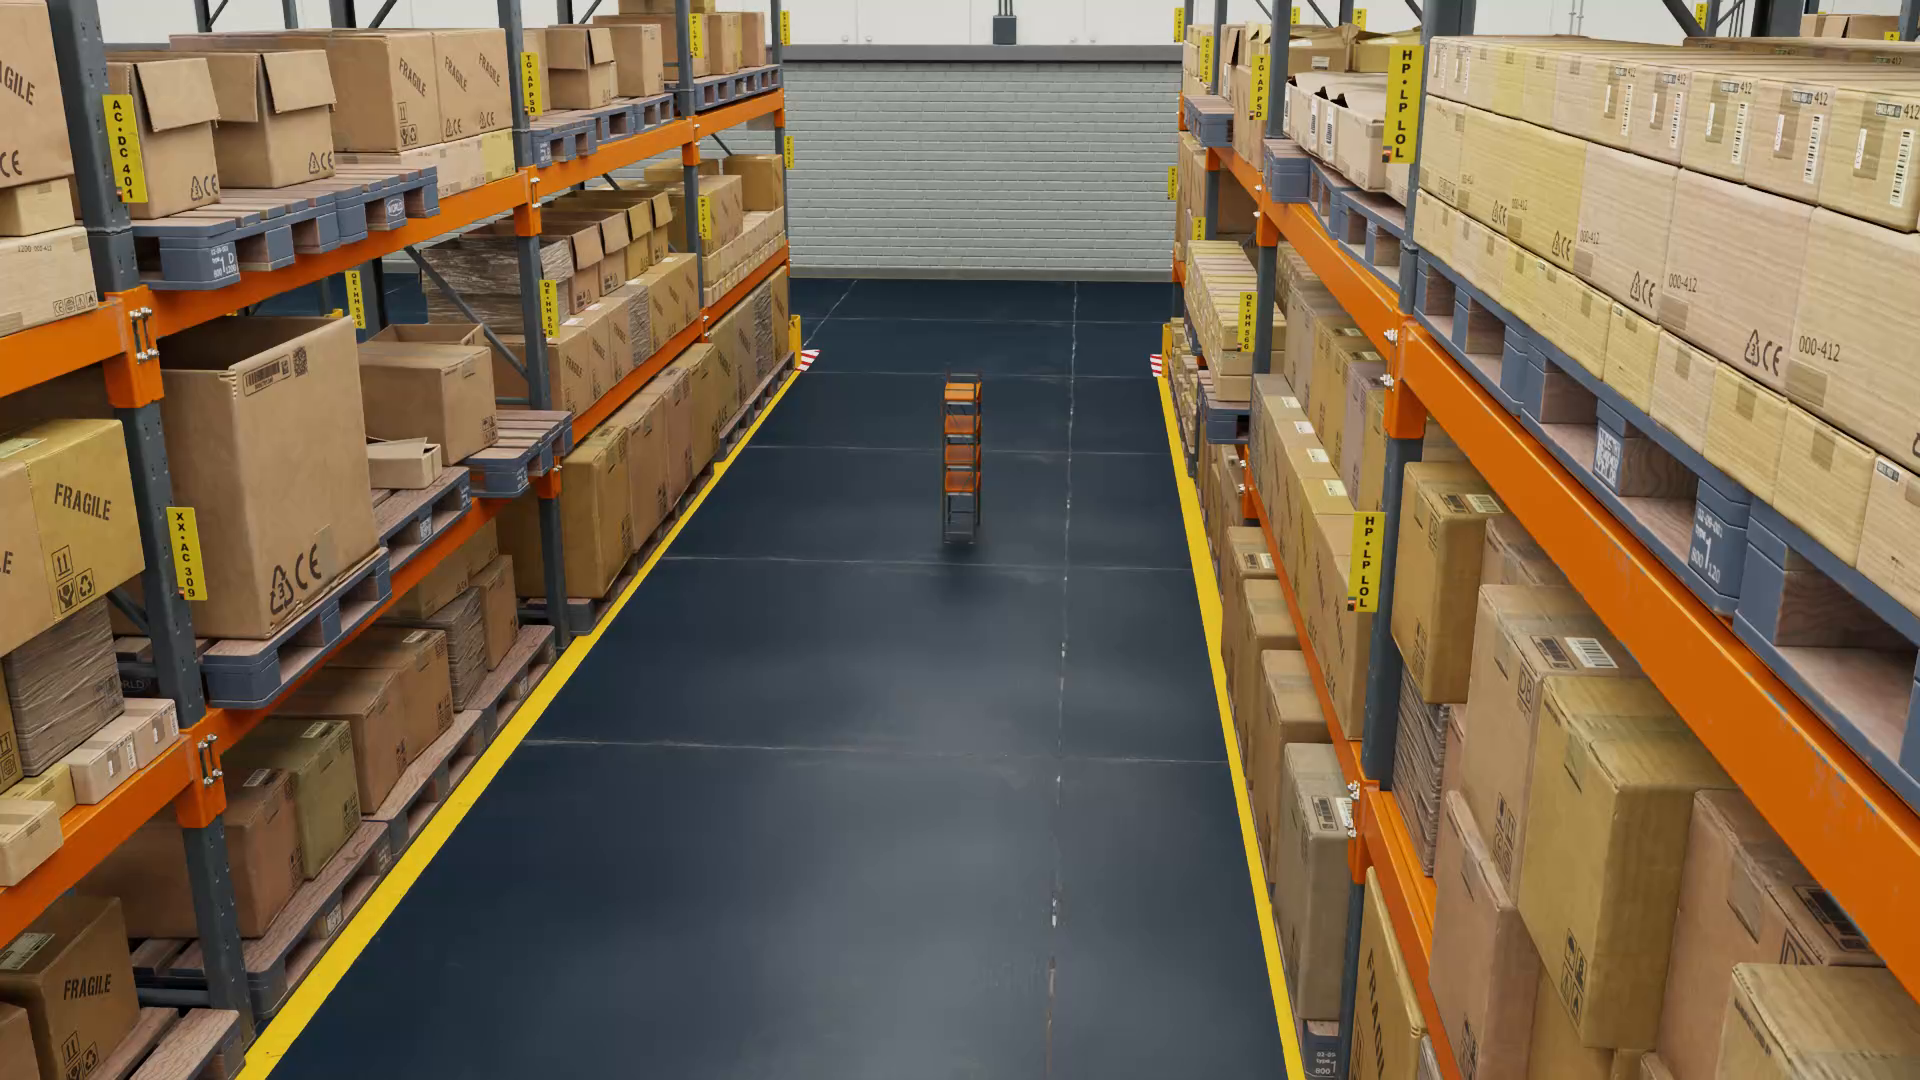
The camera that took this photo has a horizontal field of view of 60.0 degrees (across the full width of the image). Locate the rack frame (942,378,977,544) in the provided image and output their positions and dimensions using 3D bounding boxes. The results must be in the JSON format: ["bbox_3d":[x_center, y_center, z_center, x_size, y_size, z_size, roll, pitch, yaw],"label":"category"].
[{"bbox_3d":[-0.006,-0.546,11.662,0.240,1.200,0.015,1,18,4],"label":"rack frame"}]

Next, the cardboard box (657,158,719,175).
[{"bbox_3d":[-2.614,-3.406,16.059,0.500,0.500,0.500,1,18,3],"label":"cardboard box"}]

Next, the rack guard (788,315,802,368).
[{"bbox_3d":[-2.273,-2.097,17.521,1.175,0.500,0.348,1,18,4],"label":"rack guard"}]

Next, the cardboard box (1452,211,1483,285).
[{"bbox_3d":[1.404,-0.699,3.989,0.380,0.149,0.250,1,18,4],"label":"cardboard box"}]

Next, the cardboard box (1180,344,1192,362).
[{"bbox_3d":[2.214,-1.699,15.239,0.380,0.149,0.250,2,18,5],"label":"cardboard box"}]

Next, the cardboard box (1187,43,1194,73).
[{"bbox_3d":[2.290,-4.278,14.783,0.500,0.250,0.500,1,18,5],"label":"cardboard box"}]

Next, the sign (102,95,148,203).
[{"bbox_3d":[-2.593,-1.212,5.158,0.100,0.325,0.005,1,18,4],"label":"sign"}]

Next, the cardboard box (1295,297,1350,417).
[{"bbox_3d":[2.015,-0.878,8.017,0.700,0.500,0.500,1,18,3],"label":"cardboard box"}]

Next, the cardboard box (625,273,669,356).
[{"bbox_3d":[-2.395,-1.616,11.876,0.500,0.500,0.500,1,18,3],"label":"cardboard box"}]

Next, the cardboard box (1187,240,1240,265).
[{"bbox_3d":[1.891,-2.144,12.423,0.380,0.149,0.250,2,18,7],"label":"cardboard box"}]

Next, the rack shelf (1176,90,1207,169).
[{"bbox_3d":[2.522,-3.598,14.425,1.077,0.370,4.000,1,18,4],"label":"rack shelf"}]

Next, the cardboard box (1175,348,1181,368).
[{"bbox_3d":[2.240,-1.726,15.799,0.380,0.149,0.250,2,18,6],"label":"cardboard box"}]

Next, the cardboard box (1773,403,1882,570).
[{"bbox_3d":[1.259,-0.067,2.061,0.380,0.149,0.250,1,18,4],"label":"cardboard box"}]

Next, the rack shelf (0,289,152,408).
[{"bbox_3d":[-3.278,-0.013,3.485,1.077,0.370,4.000,1,18,4],"label":"rack shelf"}]

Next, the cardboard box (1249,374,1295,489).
[{"bbox_3d":[1.790,-0.565,8.670,0.500,0.500,0.500,1,18,5],"label":"cardboard box"}]

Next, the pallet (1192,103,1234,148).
[{"bbox_3d":[2.157,-2.718,10.885,1.213,0.211,1.003,1,18,4],"label":"pallet"}]

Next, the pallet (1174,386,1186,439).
[{"bbox_3d":[2.476,-1.158,15.117,1.003,0.211,1.213,1,18,4],"label":"pallet"}]

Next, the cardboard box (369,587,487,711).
[{"bbox_3d":[-2.903,0.567,8.684,0.700,0.500,0.500,0,18,-1],"label":"cardboard box"}]

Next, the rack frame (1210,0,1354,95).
[{"bbox_3d":[2.378,-4.744,11.950,1.000,3.000,0.127,1,18,4],"label":"rack frame"}]

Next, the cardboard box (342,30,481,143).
[{"bbox_3d":[-2.659,-2.191,8.010,0.500,0.500,0.500,1,18,4],"label":"cardboard box"}]

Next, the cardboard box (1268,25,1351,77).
[{"bbox_3d":[1.862,-2.619,8.892,0.396,0.266,0.258,1,18,4],"label":"cardboard box"}]

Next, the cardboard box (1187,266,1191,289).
[{"bbox_3d":[1.875,-1.922,12.224,0.380,0.149,0.250,1,18,3],"label":"cardboard box"}]

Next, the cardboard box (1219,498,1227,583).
[{"bbox_3d":[1.919,-0.034,10.550,0.500,0.500,0.500,2,18,6],"label":"cardboard box"}]

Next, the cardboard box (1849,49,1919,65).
[{"bbox_3d":[2.025,-0.905,3.340,0.380,0.149,0.250,1,18,4],"label":"cardboard box"}]

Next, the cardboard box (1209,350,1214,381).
[{"bbox_3d":[1.706,-1.052,10.045,0.380,0.149,0.250,2,18,5],"label":"cardboard box"}]

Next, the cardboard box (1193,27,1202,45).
[{"bbox_3d":[2.241,-4.422,14.583,0.380,0.149,0.250,2,18,6],"label":"cardboard box"}]

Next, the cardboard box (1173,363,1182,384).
[{"bbox_3d":[2.233,-1.588,15.855,0.380,0.149,0.250,2,18,5],"label":"cardboard box"}]

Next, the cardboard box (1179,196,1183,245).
[{"bbox_3d":[2.345,-3.025,15.698,0.500,0.500,0.500,1,18,4],"label":"cardboard box"}]

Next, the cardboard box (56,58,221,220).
[{"bbox_3d":[-3.003,-1.369,5.626,0.797,0.503,0.637,0,18,1],"label":"cardboard box"}]

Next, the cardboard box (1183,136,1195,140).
[{"bbox_3d":[2.338,-3.509,15.572,0.500,0.500,0.500,2,18,6],"label":"cardboard box"}]

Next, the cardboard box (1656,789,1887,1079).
[{"bbox_3d":[1.707,0.791,2.717,0.875,0.550,0.550,1,18,4],"label":"cardboard box"}]

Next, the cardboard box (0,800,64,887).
[{"bbox_3d":[-2.869,0.876,4.837,0.380,0.149,0.250,1,18,4],"label":"cardboard box"}]

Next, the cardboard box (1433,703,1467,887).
[{"bbox_3d":[1.774,0.806,4.405,0.875,0.550,0.550,1,18,4],"label":"cardboard box"}]

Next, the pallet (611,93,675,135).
[{"bbox_3d":[-2.578,-3.084,12.008,0.805,0.209,1.217,1,18,2],"label":"pallet"}]

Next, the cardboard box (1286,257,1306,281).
[{"bbox_3d":[2.487,-1.882,11.623,0.380,0.149,0.250,1,18,4],"label":"cardboard box"}]

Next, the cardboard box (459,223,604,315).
[{"bbox_3d":[-2.730,-1.747,10.664,0.797,0.503,0.637,2,18,5],"label":"cardboard box"}]

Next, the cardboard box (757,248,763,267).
[{"bbox_3d":[-2.062,-2.643,15.575,0.380,0.149,0.250,1,18,4],"label":"cardboard box"}]

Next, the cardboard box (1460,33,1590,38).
[{"bbox_3d":[2.246,-1.825,6.863,0.500,0.500,0.500,1,18,4],"label":"cardboard box"}]

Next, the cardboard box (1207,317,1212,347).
[{"bbox_3d":[1.725,-1.279,10.259,0.380,0.149,0.250,1,18,4],"label":"cardboard box"}]

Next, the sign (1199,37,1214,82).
[{"bbox_3d":[1.837,-3.574,12.366,0.100,0.325,0.005,1,18,4],"label":"sign"}]

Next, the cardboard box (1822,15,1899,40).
[{"bbox_3d":[7.388,-3.956,13.359,0.797,0.503,0.637,3,18,8],"label":"cardboard box"}]

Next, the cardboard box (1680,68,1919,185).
[{"bbox_3d":[1.295,-0.606,2.425,0.380,0.149,0.250,1,18,3],"label":"cardboard box"}]

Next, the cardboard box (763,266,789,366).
[{"bbox_3d":[-2.241,-2.267,16.763,0.875,0.875,0.875,1,18,4],"label":"cardboard box"}]

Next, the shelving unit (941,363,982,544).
[{"bbox_3d":[0.012,-0.622,11.893,0.258,1.200,0.503,1,18,4],"label":"shelving unit"}]

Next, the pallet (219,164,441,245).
[{"bbox_3d":[-2.913,-1.399,6.859,1.213,0.211,1.003,1,18,4],"label":"pallet"}]

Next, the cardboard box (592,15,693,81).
[{"bbox_3d":[-2.565,-4.000,13.500,0.700,0.500,0.500,0,18,1],"label":"cardboard box"}]

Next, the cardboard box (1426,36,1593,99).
[{"bbox_3d":[1.440,-1.235,4.347,0.380,0.149,0.250,1,18,4],"label":"cardboard box"}]

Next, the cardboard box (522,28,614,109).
[{"bbox_3d":[-2.723,-3.102,10.916,0.797,0.503,0.637,1,18,3],"label":"cardboard box"}]

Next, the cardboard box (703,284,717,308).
[{"bbox_3d":[-2.209,-2.001,13.615,0.380,0.149,0.250,1,18,4],"label":"cardboard box"}]

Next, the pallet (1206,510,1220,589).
[{"bbox_3d":[2.239,0.053,11.421,1.003,0.211,1.213,1,18,4],"label":"pallet"}]

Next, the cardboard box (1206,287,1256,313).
[{"bbox_3d":[1.747,-1.494,10.437,0.380,0.149,0.250,1,18,4],"label":"cardboard box"}]

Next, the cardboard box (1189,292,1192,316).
[{"bbox_3d":[1.856,-1.698,12.016,0.380,0.149,0.250,1,18,4],"label":"cardboard box"}]

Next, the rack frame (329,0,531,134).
[{"bbox_3d":[-2.848,-3.644,8.593,1.000,3.000,0.127,1,18,4],"label":"rack frame"}]

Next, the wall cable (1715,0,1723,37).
[{"bbox_3d":[8.487,-7.663,20.857,2.355,3.000,0.029,1,18,4],"label":"wall cable"}]

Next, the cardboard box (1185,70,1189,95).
[{"bbox_3d":[2.336,-4.193,15.325,0.500,0.250,0.500,2,18,6],"label":"cardboard box"}]
